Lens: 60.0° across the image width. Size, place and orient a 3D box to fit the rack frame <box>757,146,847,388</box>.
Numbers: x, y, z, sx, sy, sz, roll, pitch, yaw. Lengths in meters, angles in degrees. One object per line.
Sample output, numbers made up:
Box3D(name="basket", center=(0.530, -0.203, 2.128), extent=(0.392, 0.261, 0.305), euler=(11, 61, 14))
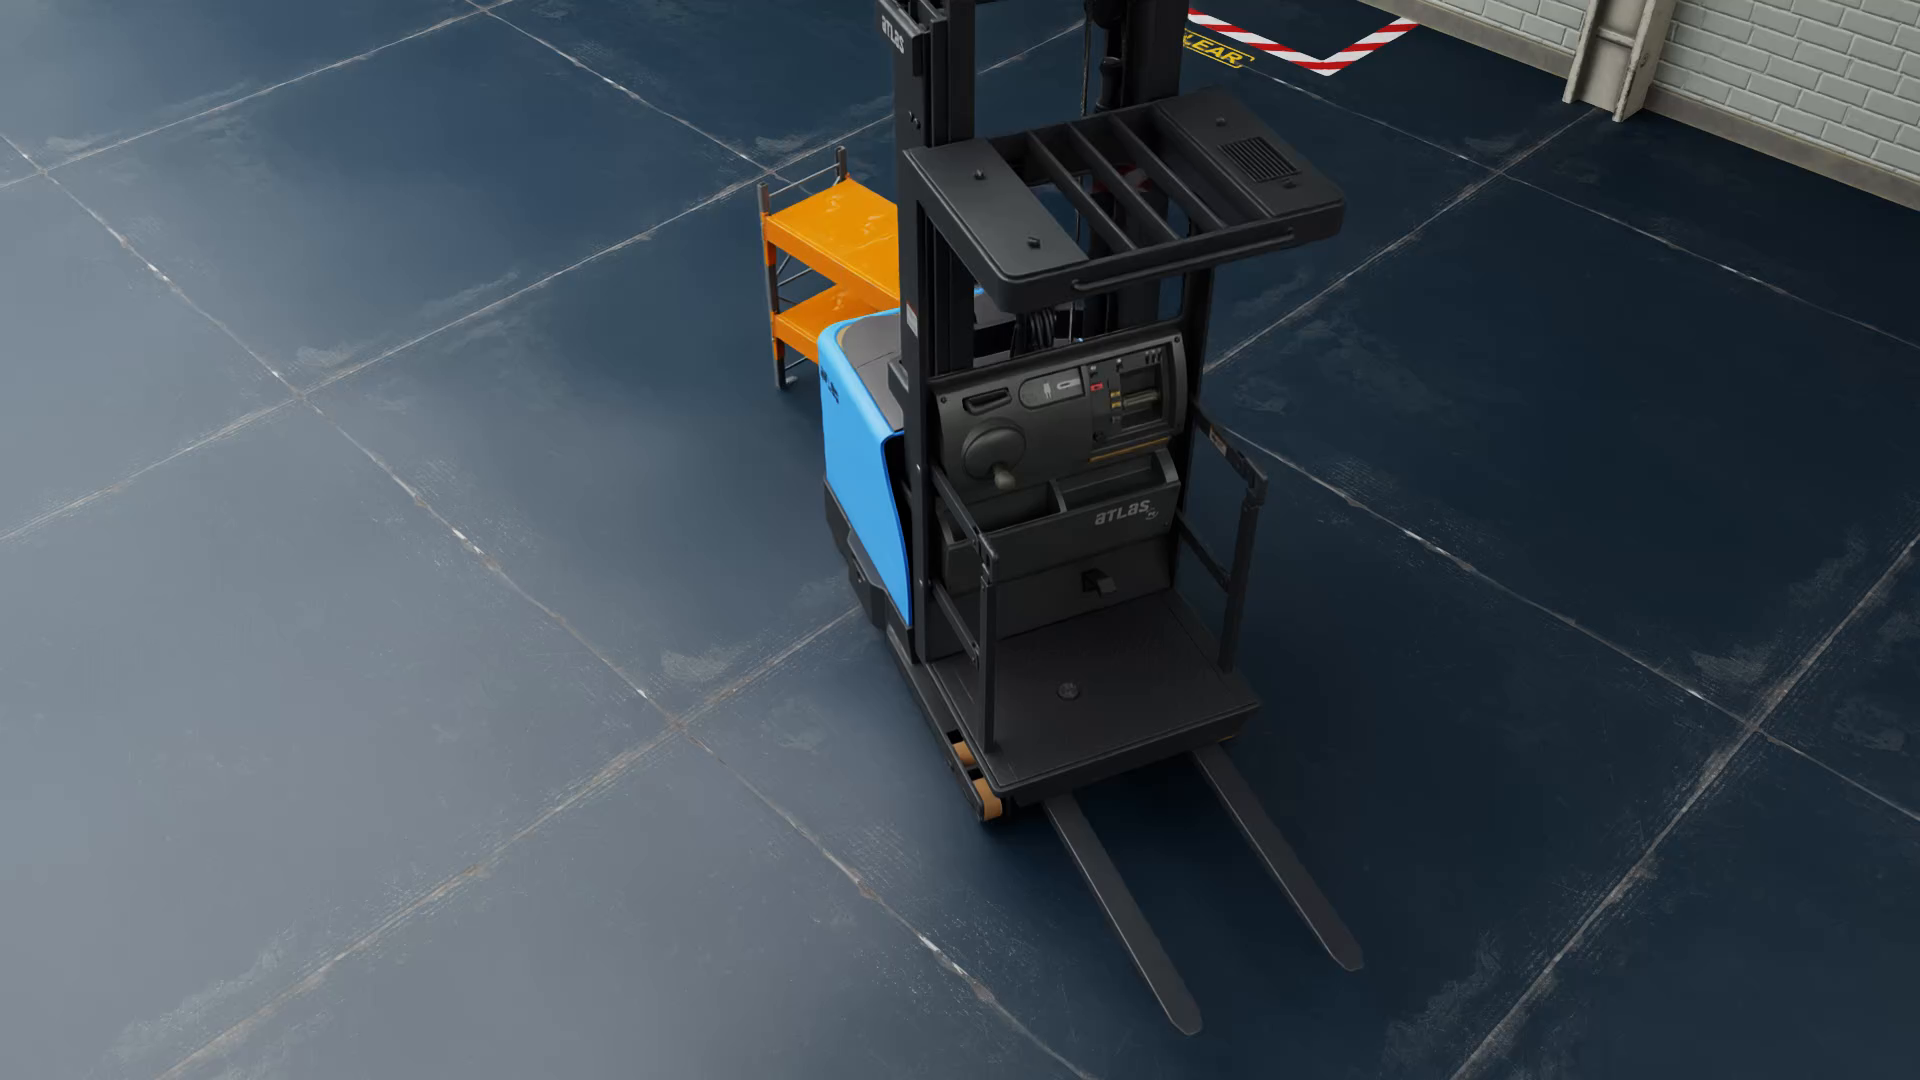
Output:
Box3D(name="rack frame", center=(-0.717, -1.283, 7.927), extent=(0.500, 1.125, 0.032), euler=(-33, 52, -30))

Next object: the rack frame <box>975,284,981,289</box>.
Box3D(name="rack frame", center=(-0.016, -0.783, 7.386), extent=(0.500, 1.125, 0.032), euler=(-33, 52, -30))

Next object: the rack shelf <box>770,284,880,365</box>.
Box3D(name="rack shelf", center=(-0.366, -0.854, 7.823), extent=(0.538, 0.278, 1.000), euler=(-33, 52, -30))

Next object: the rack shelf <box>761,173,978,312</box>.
Box3D(name="rack shelf", center=(-0.366, -1.248, 7.458), extent=(0.538, 0.278, 1.000), euler=(-33, 52, -30))

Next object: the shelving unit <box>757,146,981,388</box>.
Box3D(name="shelving unit", center=(-0.366, -1.033, 7.657), extent=(0.538, 1.125, 1.048), euler=(-33, 52, -30))

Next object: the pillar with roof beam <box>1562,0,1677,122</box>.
Box3D(name="pillar with roof beam", center=(0.935, -3.948, 5.009), extent=(9.100, 9.000, 0.400), euler=(-34, 53, -31))

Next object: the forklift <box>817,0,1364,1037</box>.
Box3D(name="forklift", center=(0.445, -0.359, 5.596), extent=(1.130, 2.935, 3.031), euler=(-16, 45, -17))
